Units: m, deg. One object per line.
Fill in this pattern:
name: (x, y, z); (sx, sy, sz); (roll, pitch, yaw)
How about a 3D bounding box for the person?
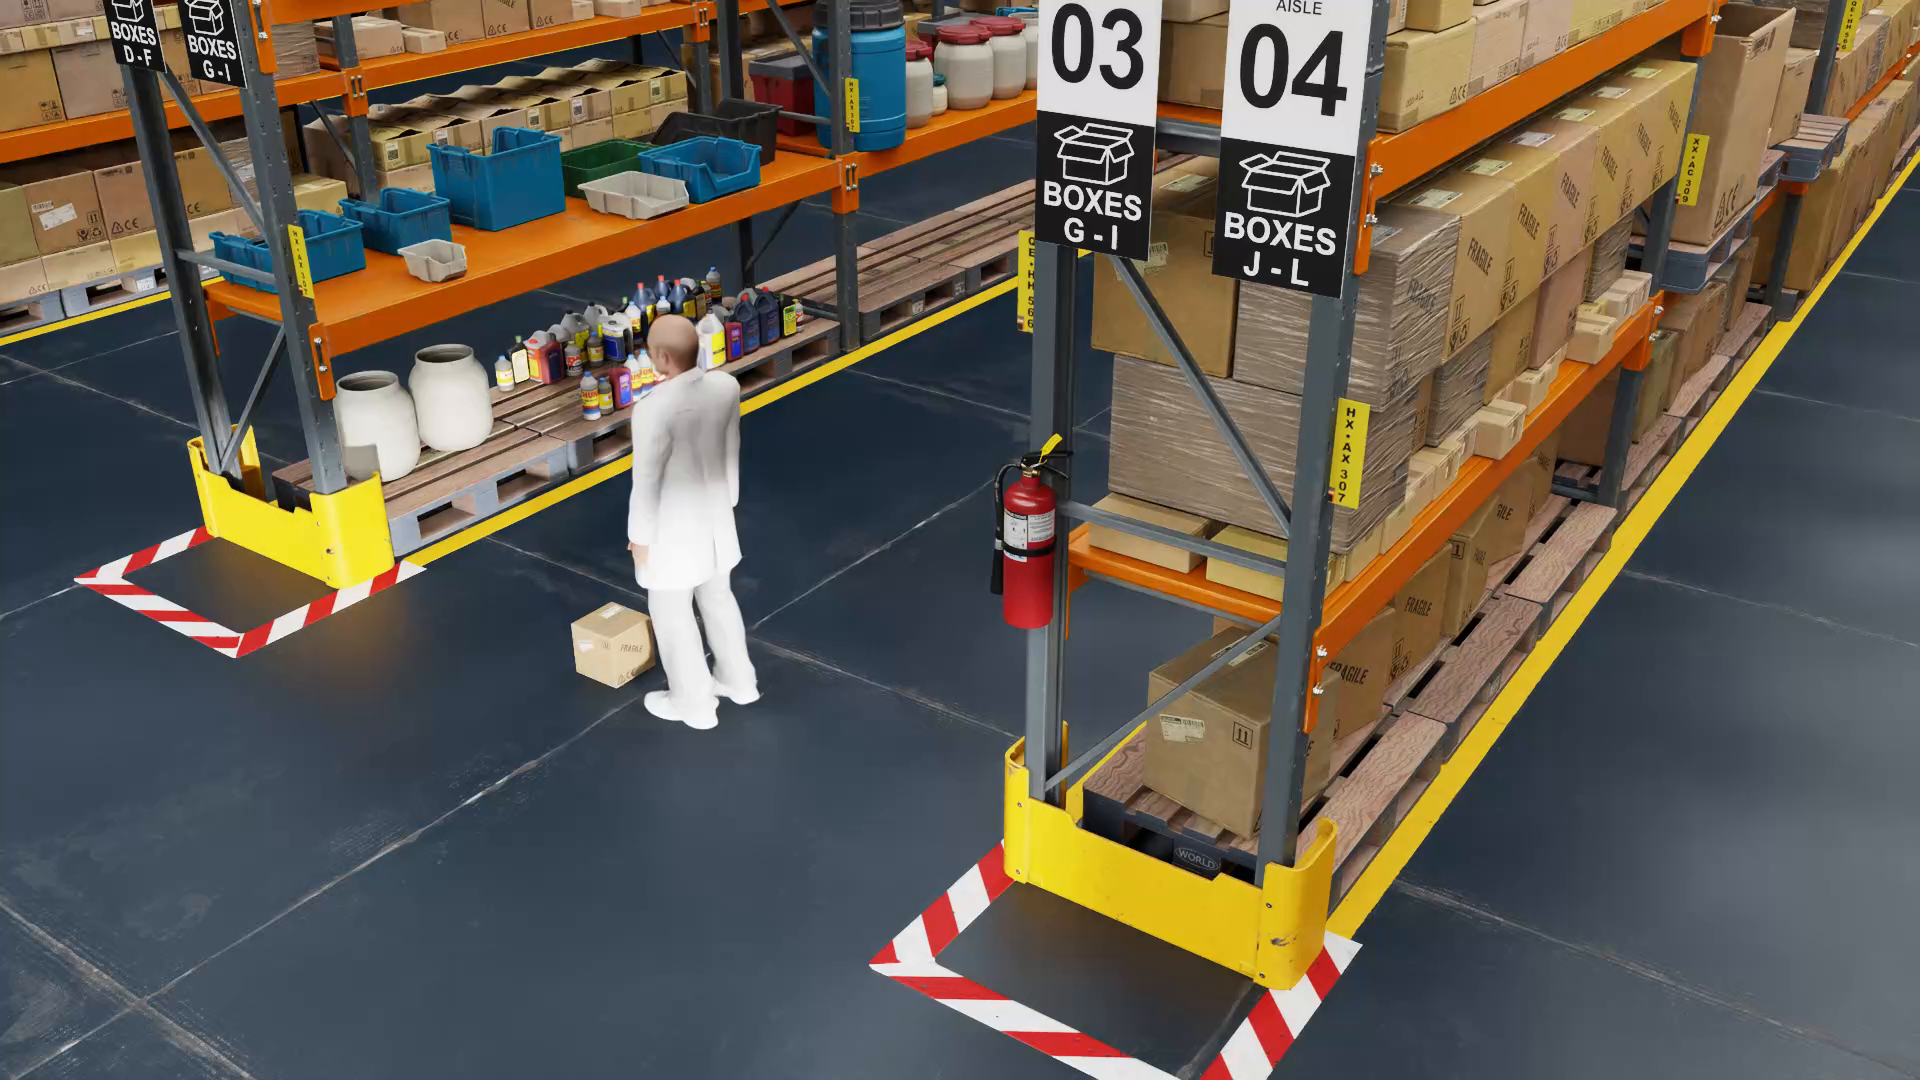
person: (-1.126, -0.063, 6.786); (0.391, 1.796, 0.563); (18, 32, 32)
